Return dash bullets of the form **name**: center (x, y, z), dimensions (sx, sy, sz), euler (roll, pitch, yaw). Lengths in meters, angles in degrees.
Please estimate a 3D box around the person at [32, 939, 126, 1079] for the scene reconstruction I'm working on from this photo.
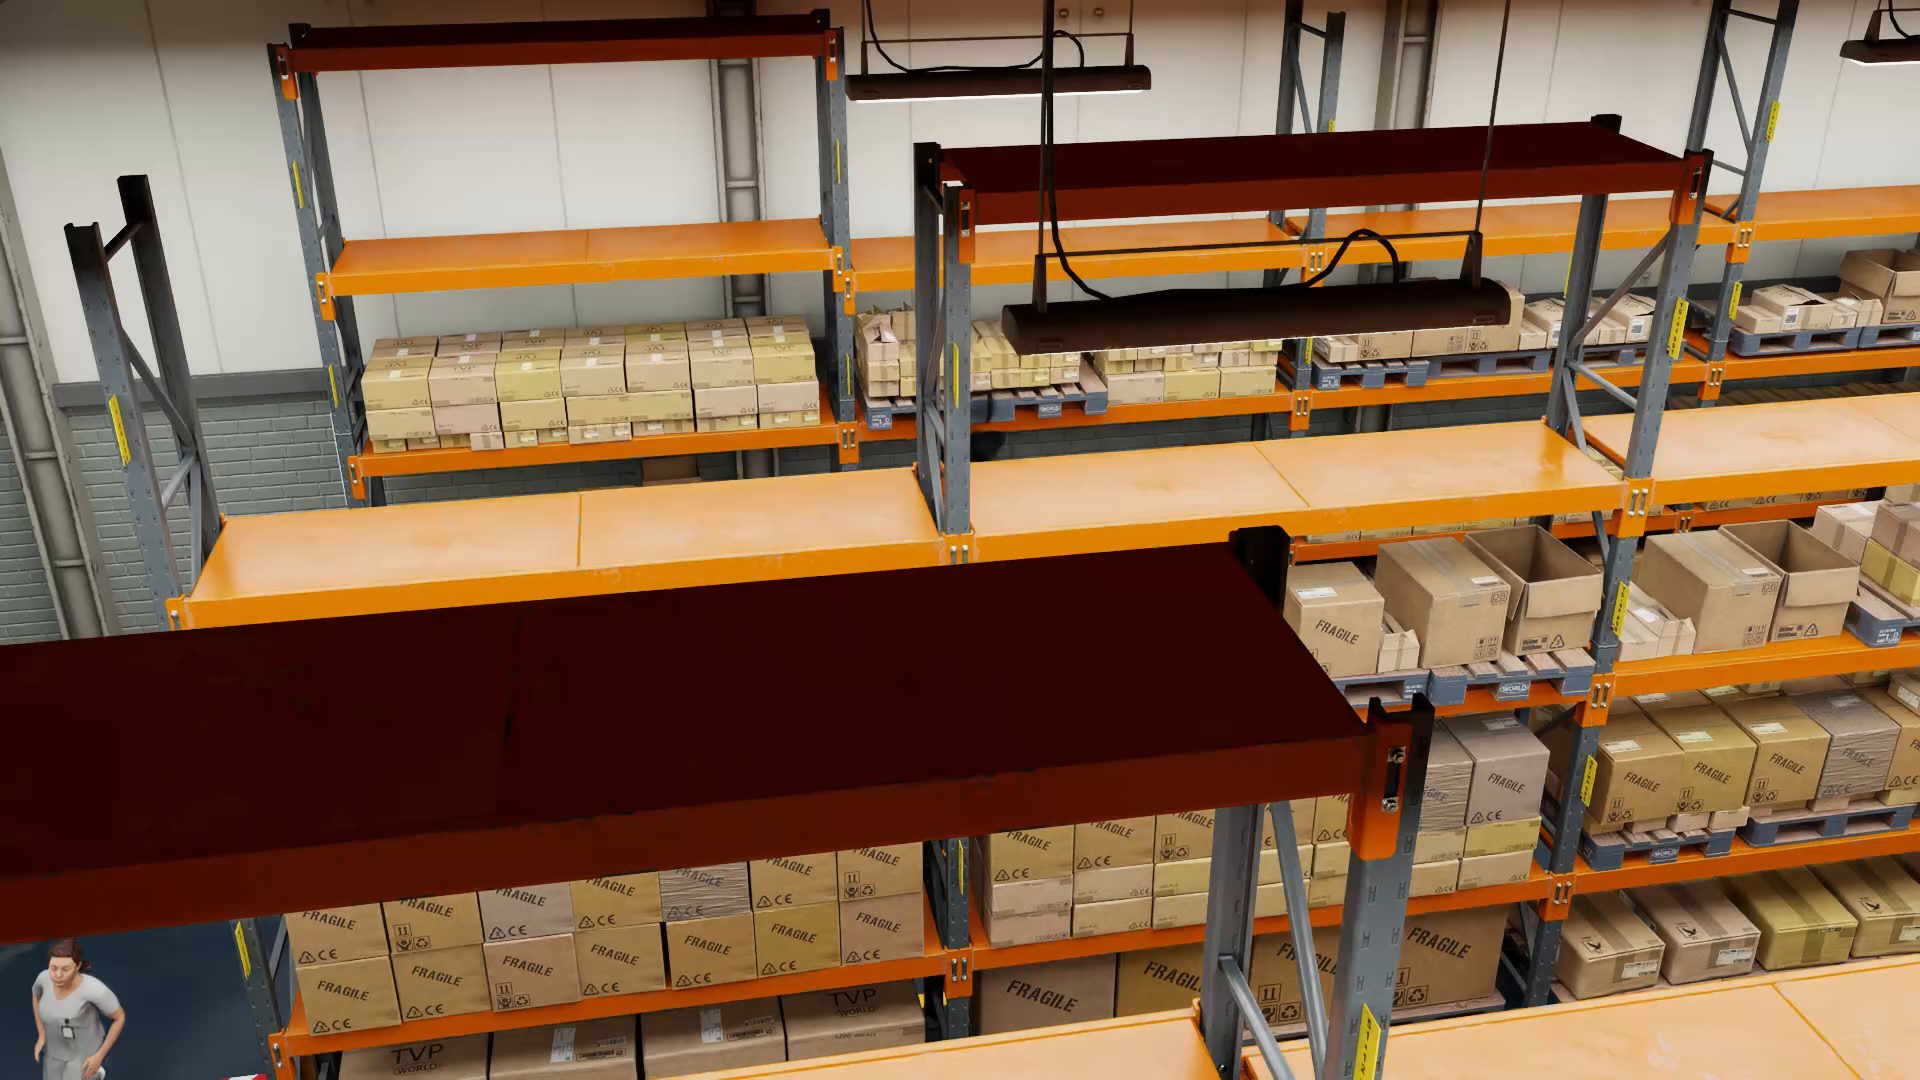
- **person**: center (-5.322, 3.063, 10.103), dimensions (0.637, 1.620, 0.644), euler (2, 26, 5)
